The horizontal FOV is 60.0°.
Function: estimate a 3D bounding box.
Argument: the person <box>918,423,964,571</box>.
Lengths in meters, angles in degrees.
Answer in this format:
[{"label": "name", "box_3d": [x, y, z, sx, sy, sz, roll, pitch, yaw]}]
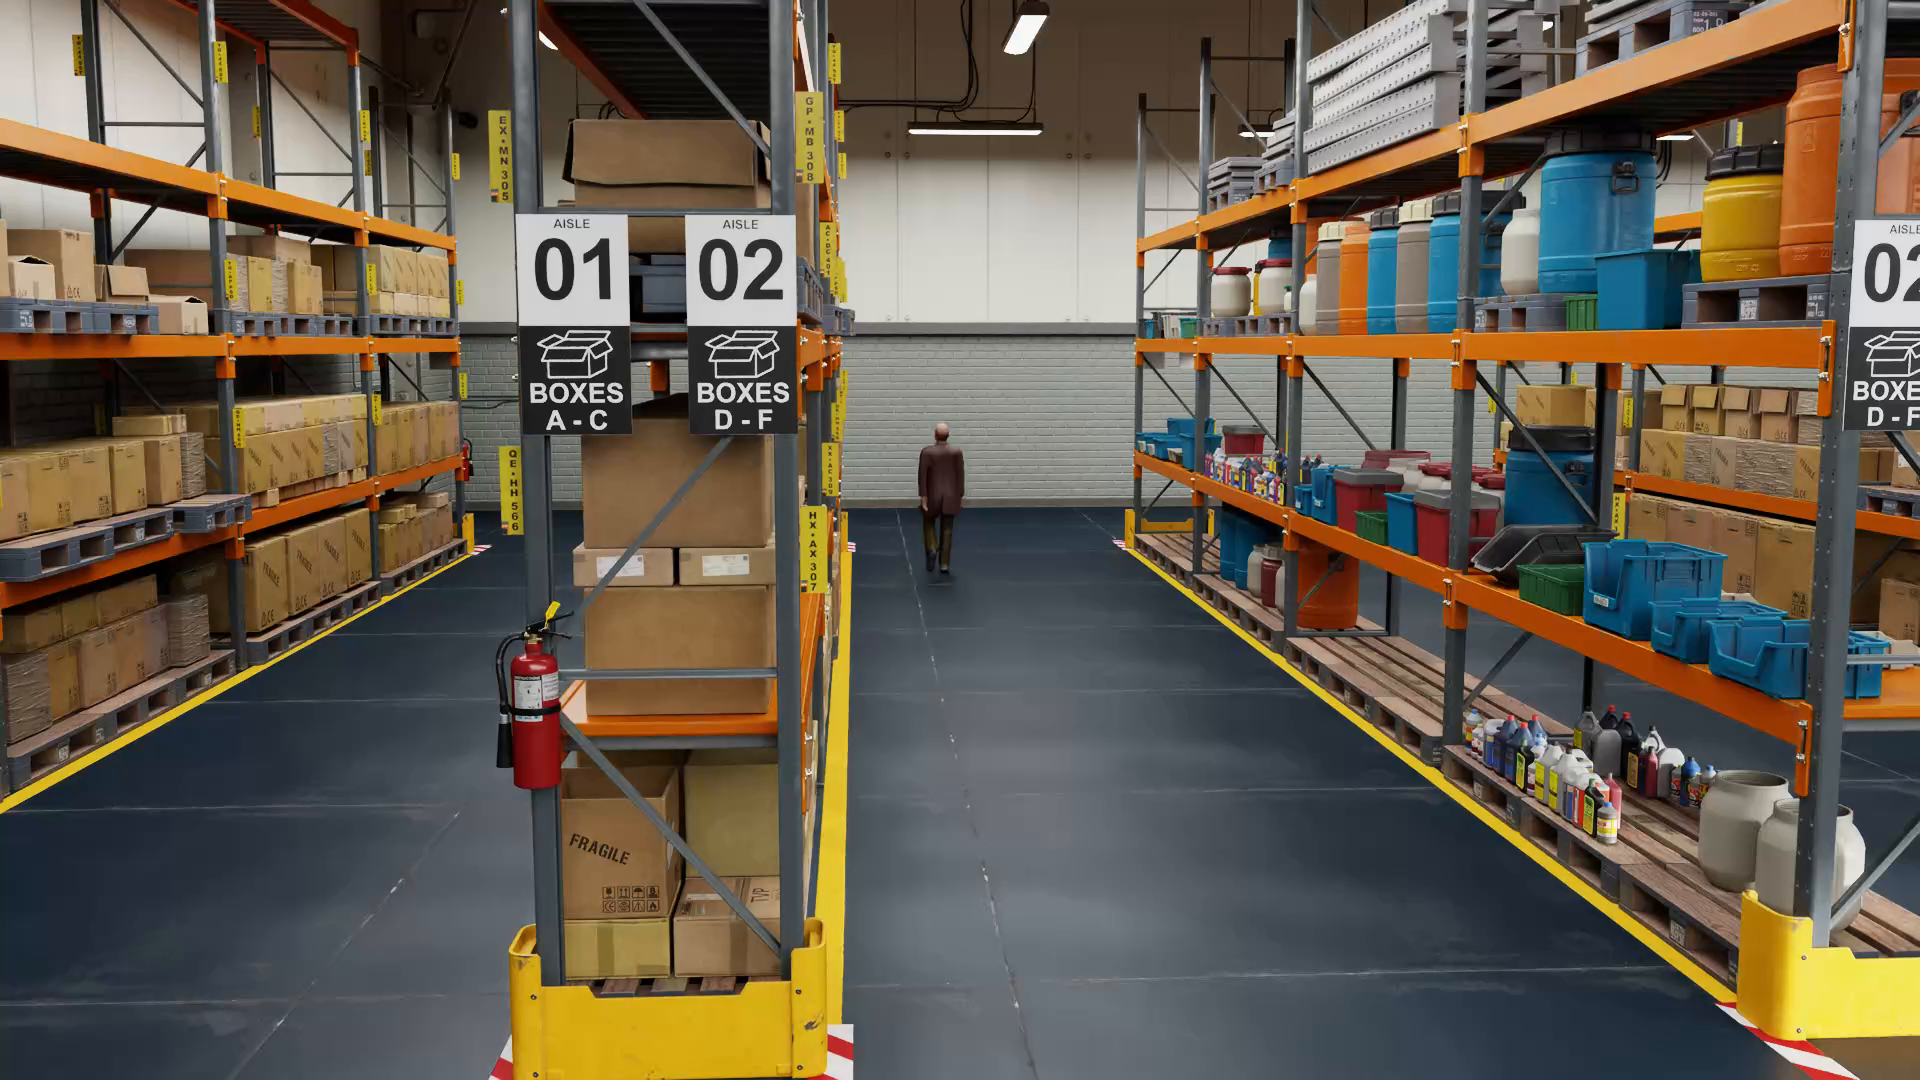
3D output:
[{"label": "person", "box_3d": [-0.229, -0.510, 20.095, 0.564, 1.807, 0.504, 0, 7, -2]}]
